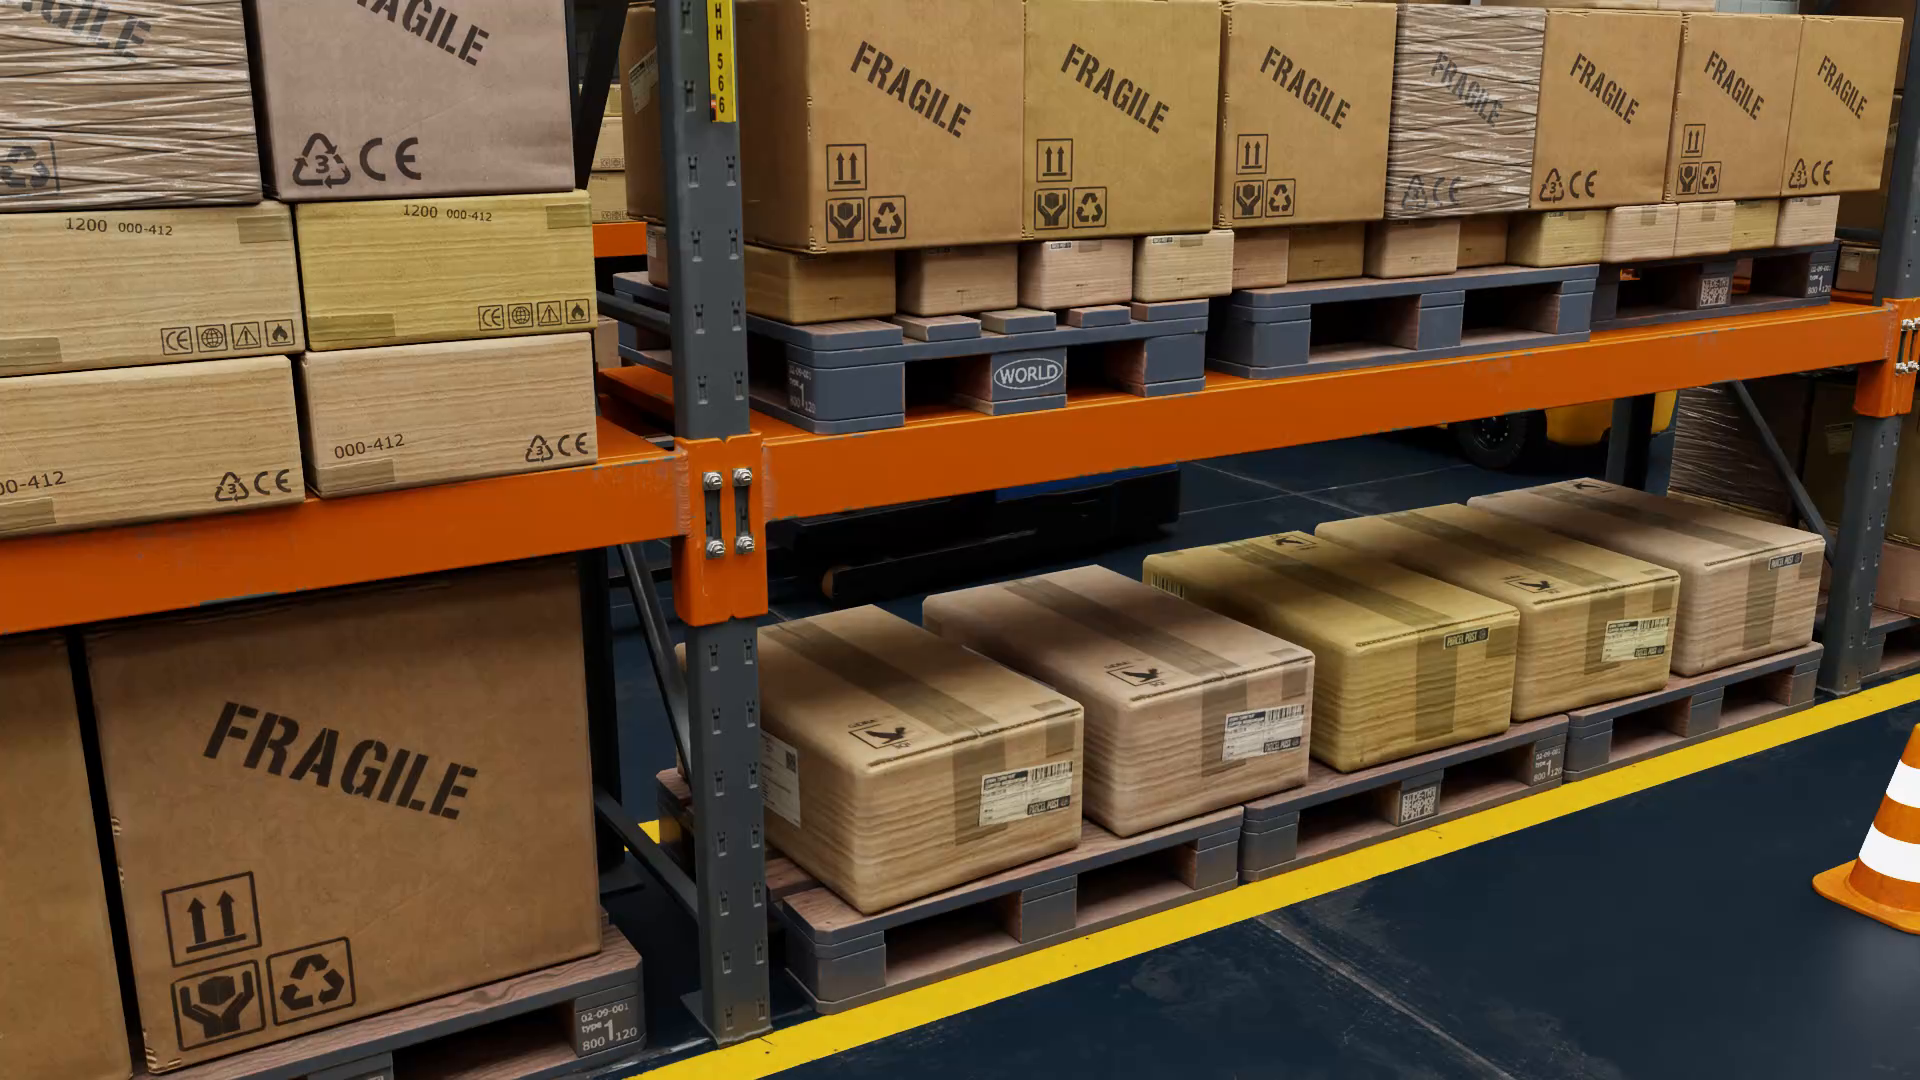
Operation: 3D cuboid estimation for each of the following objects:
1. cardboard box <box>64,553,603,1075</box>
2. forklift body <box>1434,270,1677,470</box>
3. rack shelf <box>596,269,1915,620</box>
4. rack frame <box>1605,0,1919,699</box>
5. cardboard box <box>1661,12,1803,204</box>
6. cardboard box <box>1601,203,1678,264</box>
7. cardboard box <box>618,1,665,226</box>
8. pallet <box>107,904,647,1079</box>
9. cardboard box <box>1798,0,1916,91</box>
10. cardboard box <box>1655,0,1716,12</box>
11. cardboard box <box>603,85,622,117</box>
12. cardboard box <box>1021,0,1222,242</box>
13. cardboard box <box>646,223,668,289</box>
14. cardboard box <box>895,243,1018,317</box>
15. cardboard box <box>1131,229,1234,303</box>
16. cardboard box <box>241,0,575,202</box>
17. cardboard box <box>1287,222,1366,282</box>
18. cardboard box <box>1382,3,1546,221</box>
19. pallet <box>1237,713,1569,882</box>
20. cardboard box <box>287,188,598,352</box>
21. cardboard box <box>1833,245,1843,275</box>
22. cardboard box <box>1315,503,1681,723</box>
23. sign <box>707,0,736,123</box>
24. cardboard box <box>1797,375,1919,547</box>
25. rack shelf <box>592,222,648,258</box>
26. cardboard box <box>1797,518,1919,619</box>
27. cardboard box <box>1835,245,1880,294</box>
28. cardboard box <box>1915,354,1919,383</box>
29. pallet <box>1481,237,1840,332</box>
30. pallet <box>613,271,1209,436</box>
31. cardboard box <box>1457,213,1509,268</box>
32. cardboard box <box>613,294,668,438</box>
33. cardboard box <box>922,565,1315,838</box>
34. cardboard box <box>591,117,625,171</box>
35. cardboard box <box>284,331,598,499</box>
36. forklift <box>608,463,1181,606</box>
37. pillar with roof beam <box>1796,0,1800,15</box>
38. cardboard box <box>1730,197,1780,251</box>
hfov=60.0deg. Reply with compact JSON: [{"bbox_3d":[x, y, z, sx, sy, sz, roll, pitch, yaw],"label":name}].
[{"bbox_3d":[-1.351,0.414,3.532,0.875,0.875,0.875,-9,18,-30],"label":"cardboard box"},{"bbox_3d":[2.896,-1.649,9.307,1.214,2.155,2.313,-9,18,-30],"label":"forklift body"},{"bbox_3d":[0.998,-0.415,4.665,4.000,0.370,1.077,-9,18,-30],"label":"rack shelf"},{"bbox_3d":[2.713,-1.039,5.560,0.127,3.000,1.000,-9,18,-30],"label":"rack frame"},{"bbox_3d":[2.011,-1.246,4.784,0.500,0.500,0.500,-9,18,-29],"label":"cardboard box"},{"bbox_3d":[1.760,-0.872,4.651,0.250,0.149,0.380,-9,18,-29],"label":"cardboard box"},{"bbox_3d":[-0.469,-1.004,3.921,0.500,0.500,0.500,-10,18,-31],"label":"cardboard box"},{"bbox_3d":[-1.431,0.952,3.624,1.213,0.211,1.003,-9,18,-30],"label":"pallet"},{"bbox_3d":[3.202,-1.723,5.410,0.500,0.500,0.700,-9,18,-30],"label":"cardboard box"},{"bbox_3d":[1.849,-1.530,4.594,0.250,0.149,0.380,-10,18,-31],"label":"cardboard box"},{"bbox_3d":[-1.750,-2.150,8.134,0.250,0.149,0.380,-9,18,-29],"label":"cardboard box"},{"bbox_3d":[0.232,-0.960,3.762,0.500,0.500,0.500,-8,18,-27],"label":"cardboard box"},{"bbox_3d":[-0.556,-0.664,3.910,0.250,0.149,0.380,-8,18,-28],"label":"cardboard box"},{"bbox_3d":[-0.082,-0.598,3.674,0.250,0.149,0.380,-11,19,-33],"label":"cardboard box"},{"bbox_3d":[0.423,-0.659,3.891,0.250,0.149,0.380,-9,18,-29],"label":"cardboard box"},{"bbox_3d":[-1.024,-0.880,2.955,0.500,0.500,0.500,-10,18,-31],"label":"cardboard box"},{"bbox_3d":[0.811,-0.759,4.247,0.250,0.149,0.380,-8,18,-28],"label":"cardboard box"},{"bbox_3d":[1.116,-1.103,4.273,0.500,0.500,0.500,-10,19,-32],"label":"cardboard box"},{"bbox_3d":[0.999,0.583,4.940,1.213,0.211,1.003,-9,18,-30],"label":"pallet"},{"bbox_3d":[-1.000,-0.526,3.079,0.500,0.250,0.500,-9,18,-30],"label":"cardboard box"},{"bbox_3d":[3.042,-1.070,6.134,0.250,0.149,0.380,-9,18,-28],"label":"cardboard box"},{"bbox_3d":[1.650,0.198,5.236,0.625,0.372,0.950,-8,18,-26],"label":"cardboard box"},{"bbox_3d":[-0.427,-0.913,2.963,0.005,0.325,0.100,-9,18,-30],"label":"sign"},{"bbox_3d":[3.358,-0.298,5.843,0.500,0.500,0.500,-8,18,-27],"label":"cardboard box"},{"bbox_3d":[-1.561,-1.563,8.760,4.000,0.370,1.077,-9,18,-30],"label":"rack shelf"},{"bbox_3d":[3.358,0.063,5.944,0.500,0.250,0.500,-10,19,-32],"label":"cardboard box"},{"bbox_3d":[3.148,-0.888,5.485,0.250,0.149,0.380,-9,18,-30],"label":"cardboard box"},{"bbox_3d":[3.496,-0.614,5.768,0.250,0.149,0.380,-9,18,-29],"label":"cardboard box"},{"bbox_3d":[1.983,-0.874,5.327,1.213,0.211,1.003,-9,18,-30],"label":"pallet"},{"bbox_3d":[-0.160,-0.515,4.043,1.003,0.211,1.213,-9,18,-30],"label":"pallet"},{"bbox_3d":[1.253,-0.834,4.514,0.250,0.149,0.380,-10,18,-32],"label":"cardboard box"},{"bbox_3d":[-1.601,-0.960,8.898,0.625,0.625,0.875,-10,19,-32],"label":"cardboard box"},{"bbox_3d":[0.402,0.399,4.519,0.625,0.372,0.950,-10,18,-31],"label":"cardboard box"},{"bbox_3d":[-1.882,-1.943,8.134,0.500,0.250,0.500,-10,18,-31],"label":"cardboard box"},{"bbox_3d":[-1.016,-0.281,3.131,0.500,0.250,0.500,-10,18,-32],"label":"cardboard box"},{"bbox_3d":[-0.512,-1.314,6.667,3.031,2.935,1.130,-11,19,-34],"label":"forklift"},{"bbox_3d":[9.881,-5.582,10.649,0.400,9.000,9.100,-9,18,-30],"label":"pillar with roof beam"},{"bbox_3d":[2.179,-0.952,4.938,0.250,0.149,0.380,-10,18,-31],"label":"cardboard box"}]
